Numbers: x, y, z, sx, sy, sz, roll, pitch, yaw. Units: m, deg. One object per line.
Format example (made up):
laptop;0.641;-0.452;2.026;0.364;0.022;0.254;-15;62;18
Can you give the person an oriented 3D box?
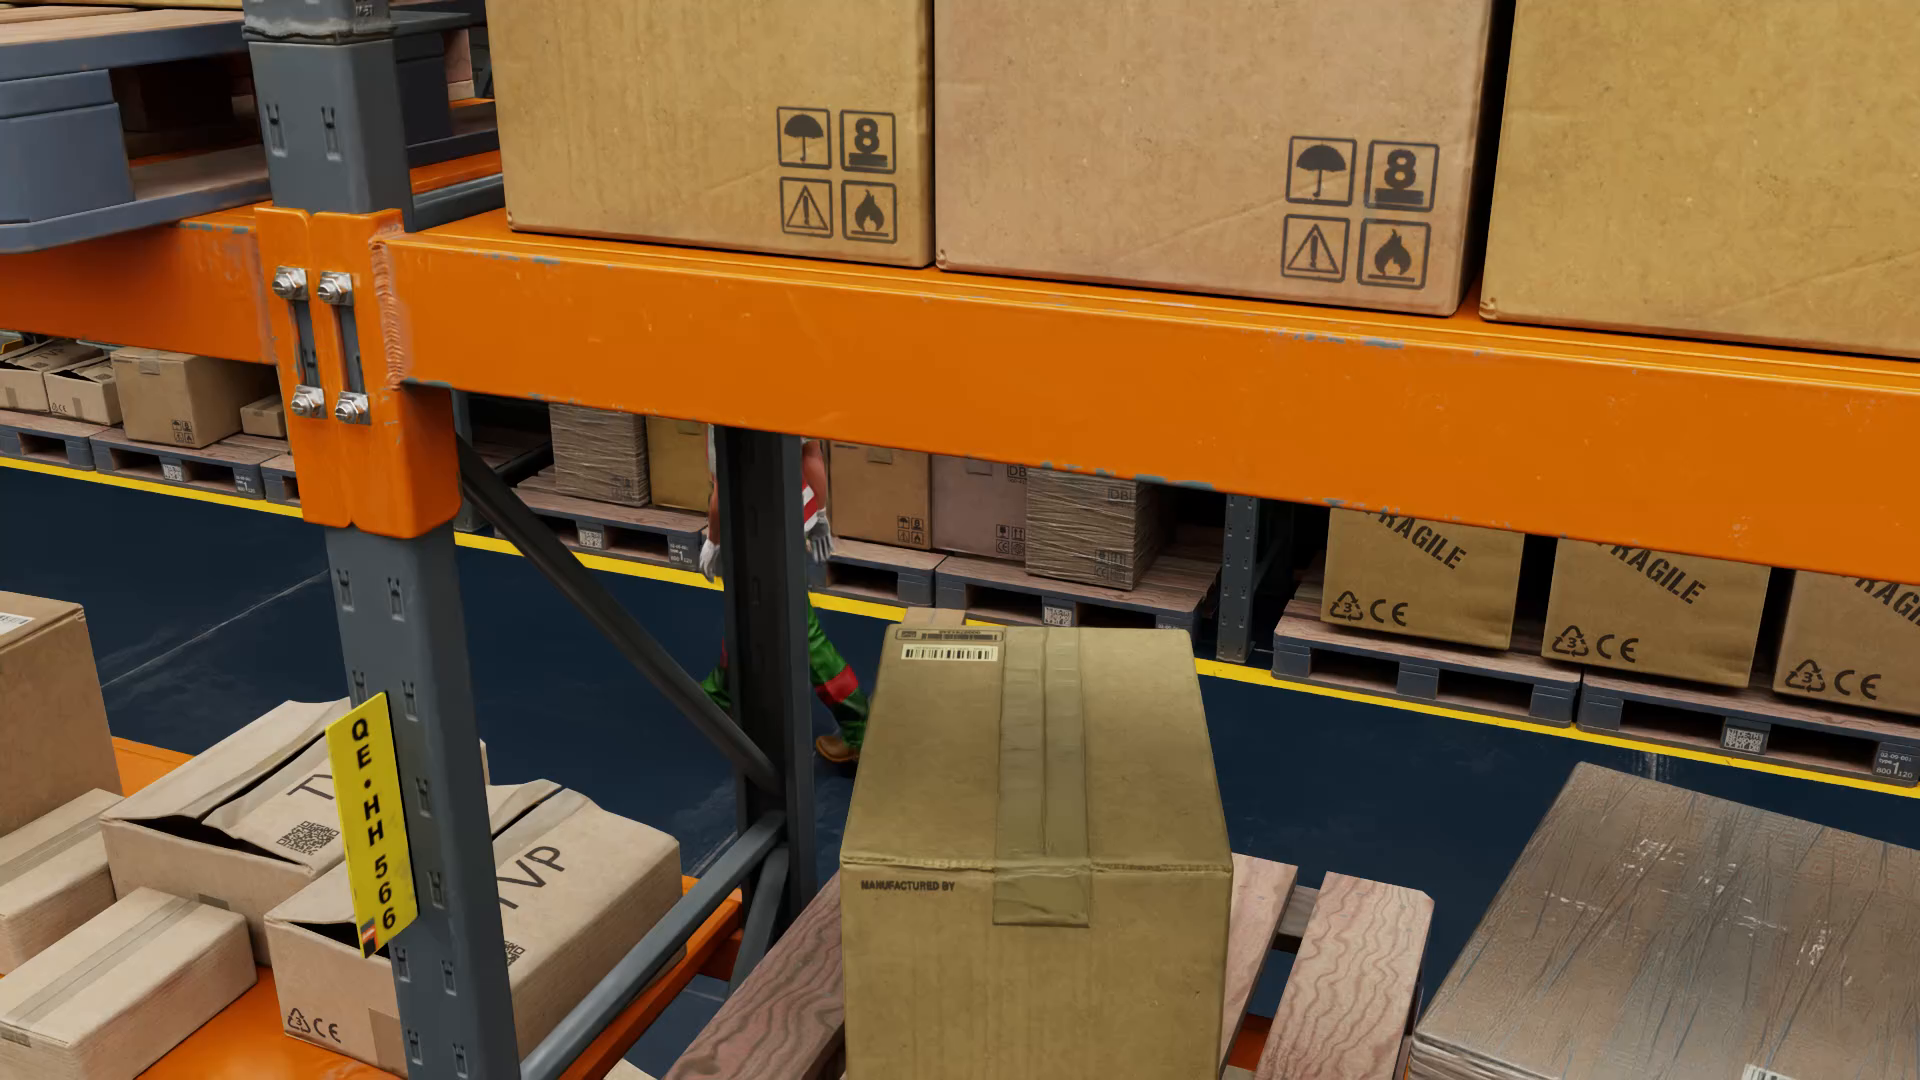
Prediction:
person;-0.727;-0.023;6.114;1.043;1.749;0.543;8;24;20
